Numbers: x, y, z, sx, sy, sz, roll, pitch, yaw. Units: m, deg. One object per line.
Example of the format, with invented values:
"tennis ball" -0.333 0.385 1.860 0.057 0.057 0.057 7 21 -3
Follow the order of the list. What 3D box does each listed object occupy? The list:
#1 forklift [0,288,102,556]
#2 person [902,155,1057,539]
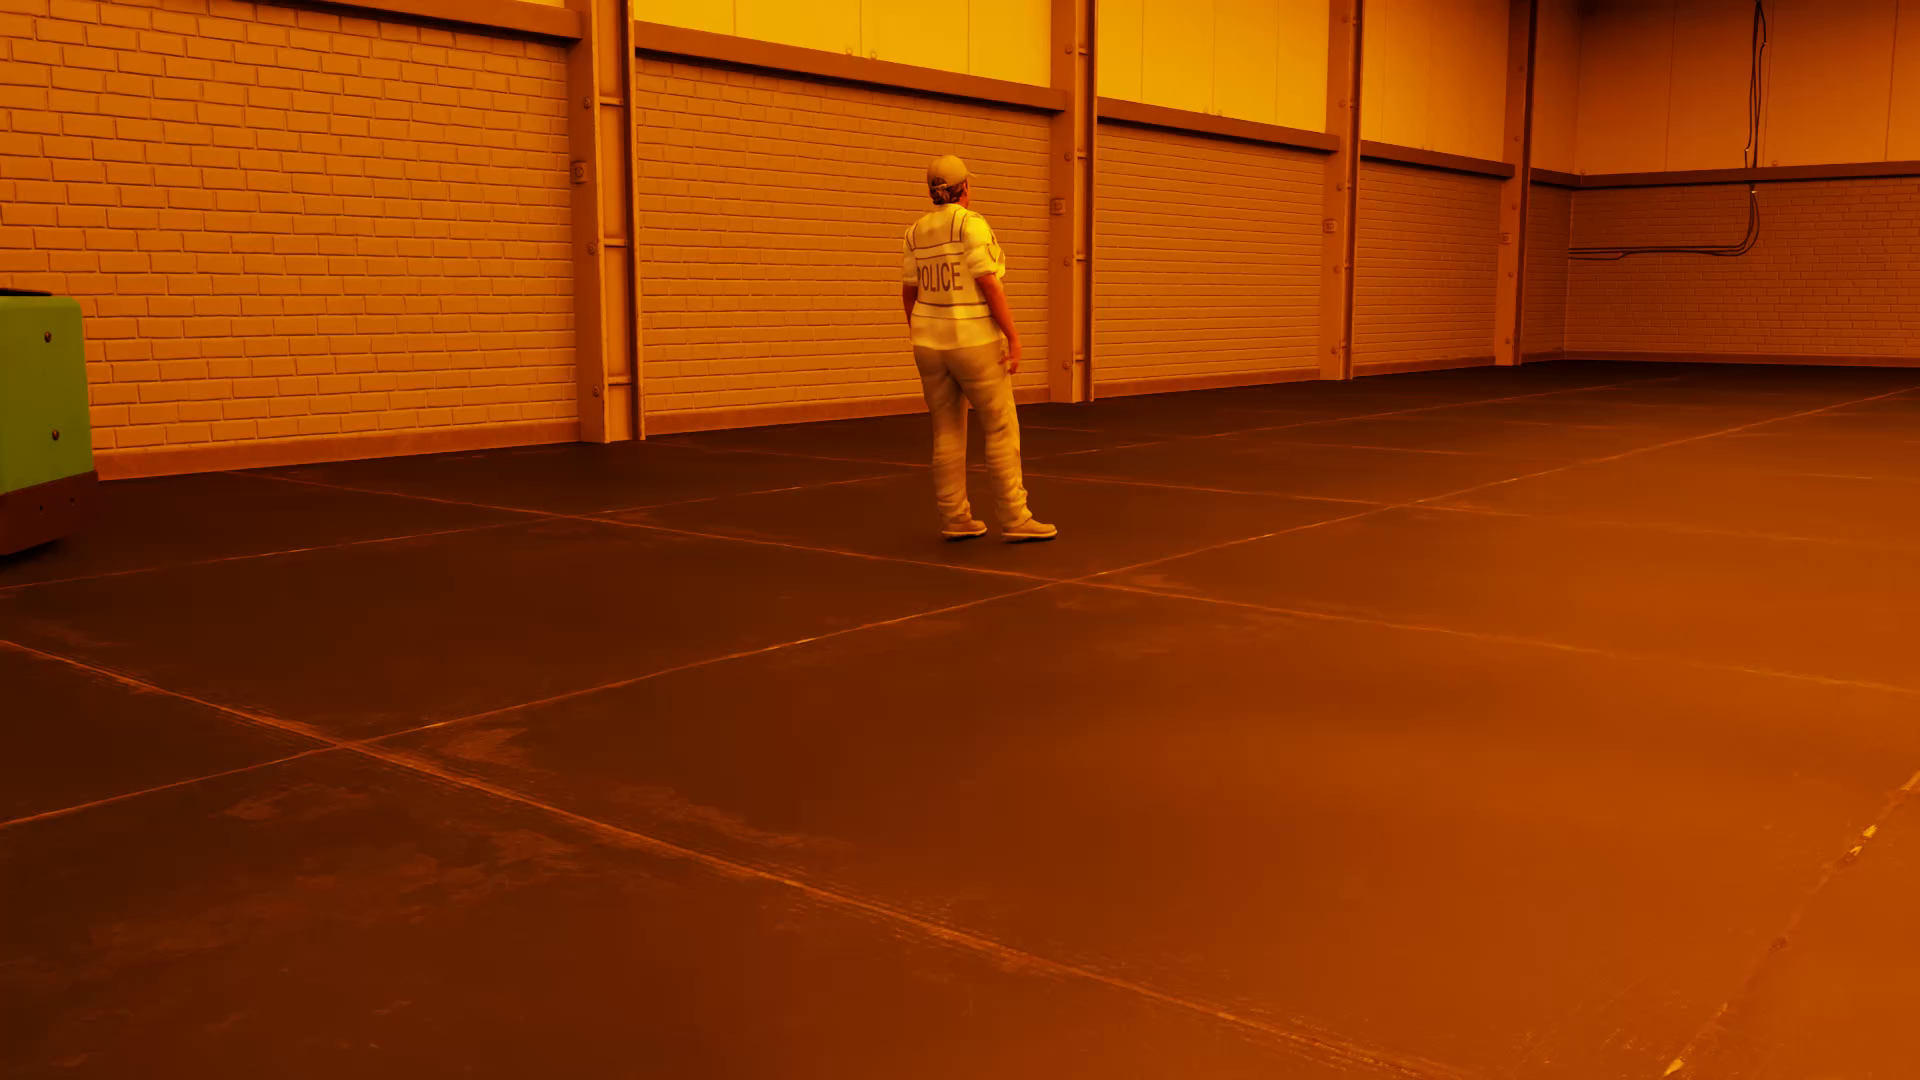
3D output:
"forklift" -5.271 -1.362 6.592 3.031 2.935 1.130 -1 8 -6
"person" 0.066 -0.839 7.328 0.599 1.670 0.529 7 11 38
